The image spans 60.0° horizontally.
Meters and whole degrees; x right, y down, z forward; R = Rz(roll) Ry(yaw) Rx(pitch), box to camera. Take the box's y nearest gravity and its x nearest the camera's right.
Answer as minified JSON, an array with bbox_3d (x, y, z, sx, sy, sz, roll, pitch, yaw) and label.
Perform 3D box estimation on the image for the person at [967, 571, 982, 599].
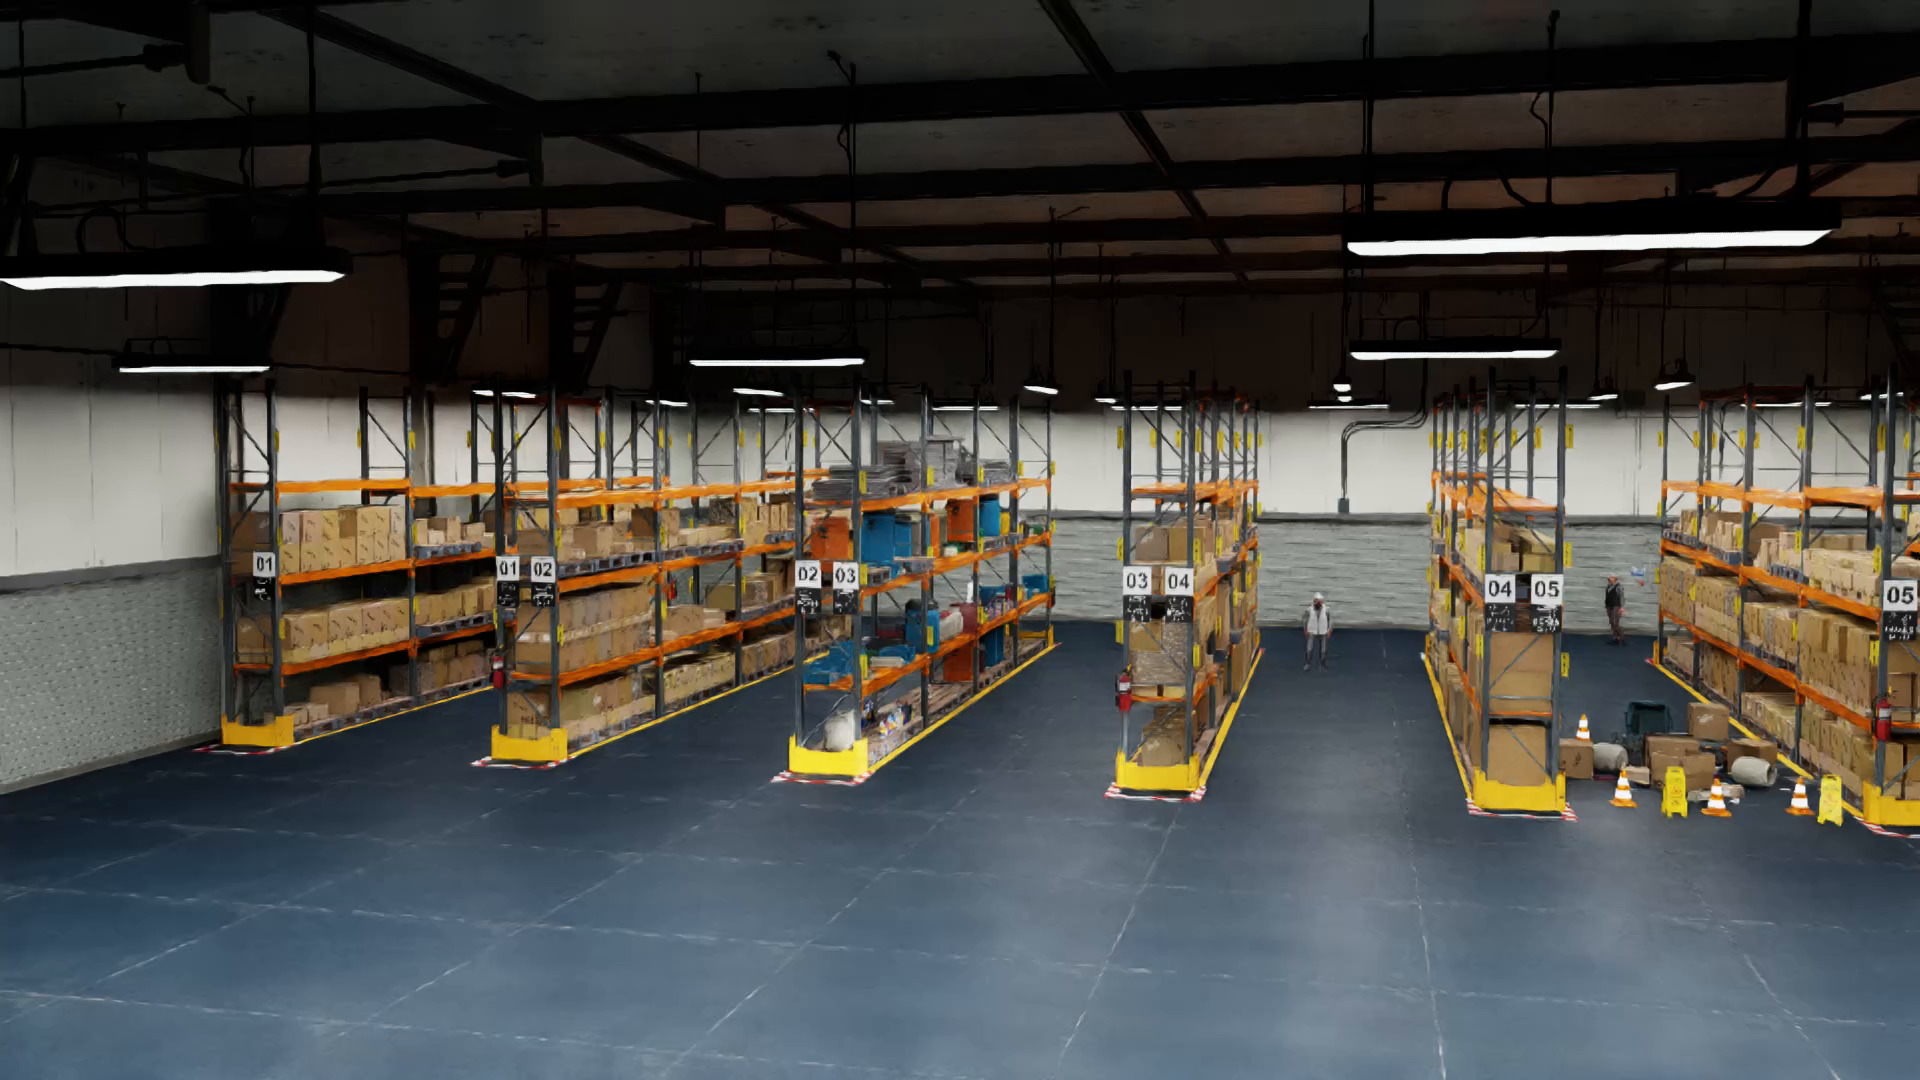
[{"bbox_3d":[0.281,1.624,42.538,0.651,1.671,0.460,-2,4,-36],"label":"person"}]

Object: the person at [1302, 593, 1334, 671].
[{"bbox_3d":[7.738,1.988,35.998,0.677,1.726,0.574,1,3,11],"label":"person"}]

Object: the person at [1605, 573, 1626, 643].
[{"bbox_3d":[16.119,1.682,40.887,0.402,1.714,0.636,-1,4,-16],"label":"person"}]
